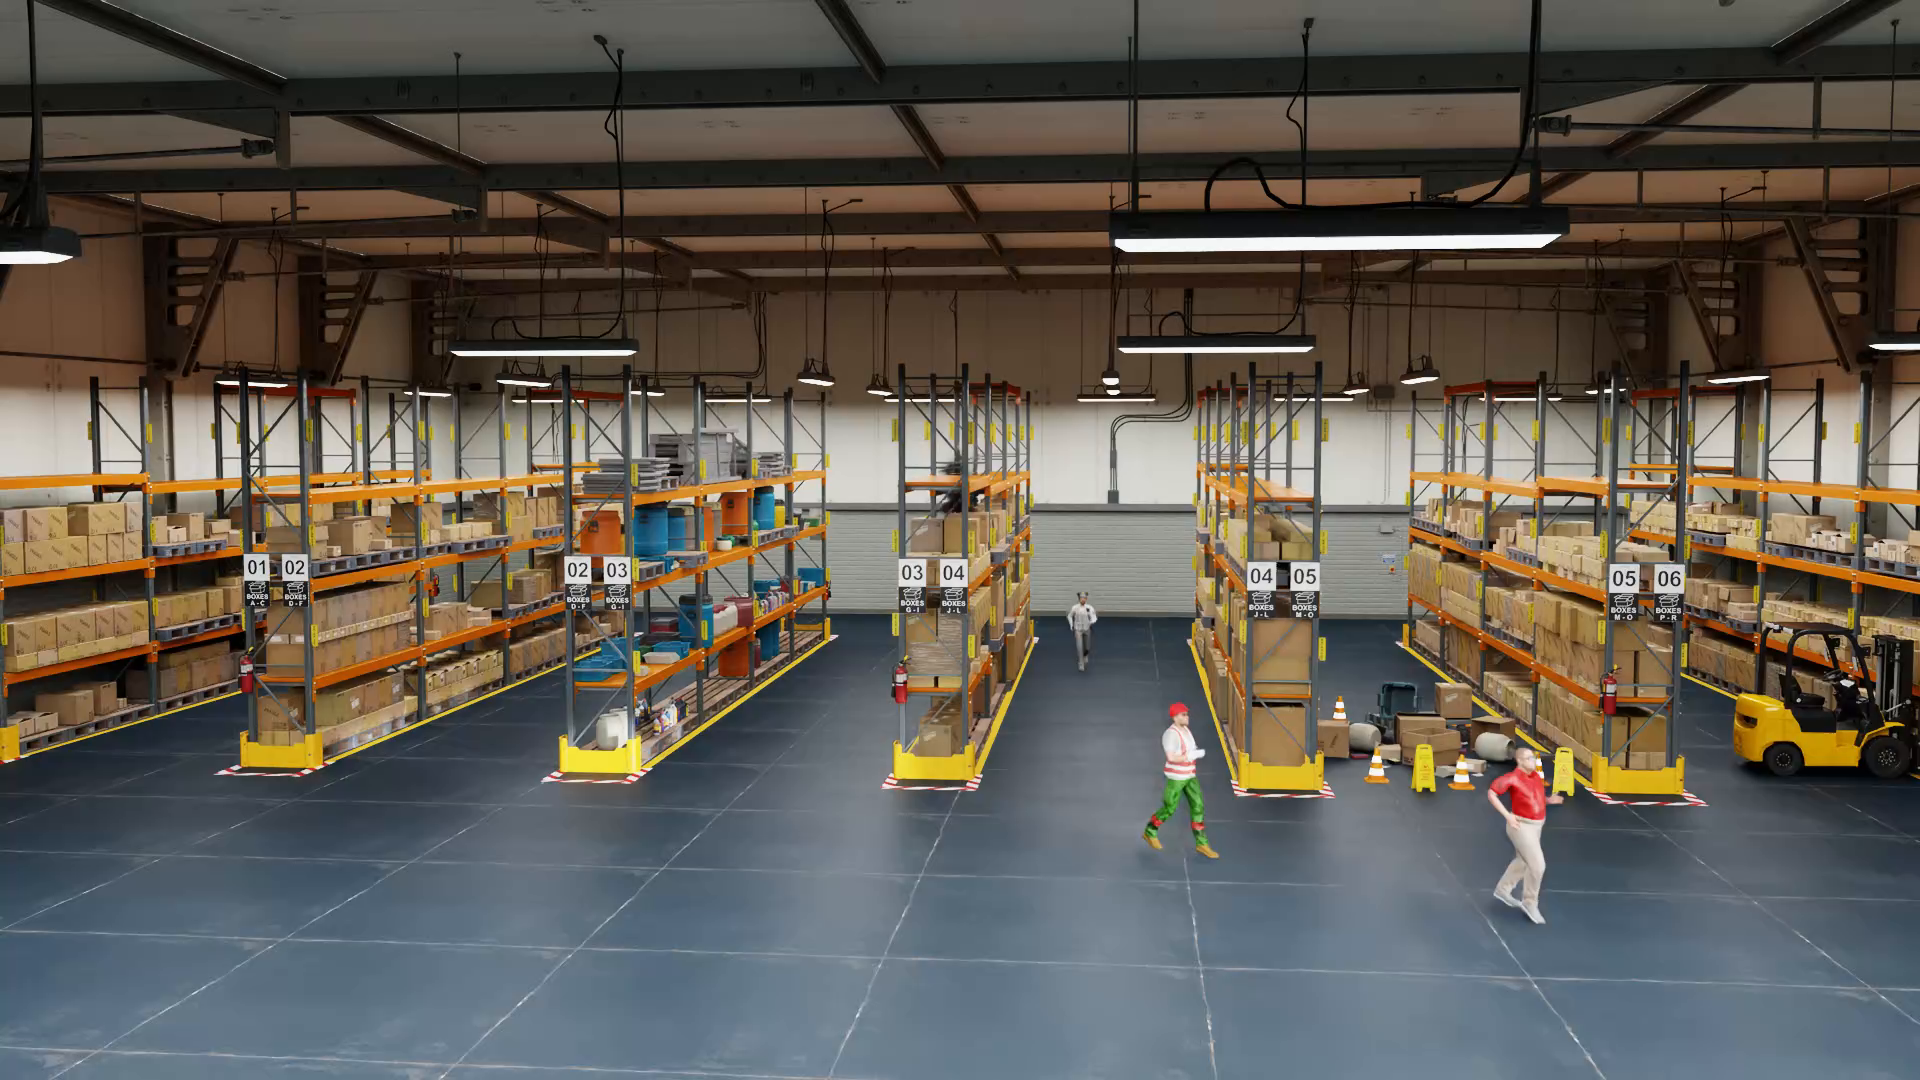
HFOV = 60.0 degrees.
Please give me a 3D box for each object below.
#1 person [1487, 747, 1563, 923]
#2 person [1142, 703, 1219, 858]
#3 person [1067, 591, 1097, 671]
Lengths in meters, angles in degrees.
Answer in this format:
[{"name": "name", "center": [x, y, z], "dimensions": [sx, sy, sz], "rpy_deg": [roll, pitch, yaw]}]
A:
[{"name": "person", "center": [5.860, 3.045, 17.226], "dimensions": [0.639, 1.798, 0.745], "rpy_deg": [-4, 5, -45]}, {"name": "person", "center": [2.604, 2.817, 19.649], "dimensions": [0.939, 1.799, 0.666], "rpy_deg": [3, 5, 41]}, {"name": "person", "center": [2.584, 1.909, 35.189], "dimensions": [0.626, 1.663, 0.802], "rpy_deg": [0, 4, 1]}]
